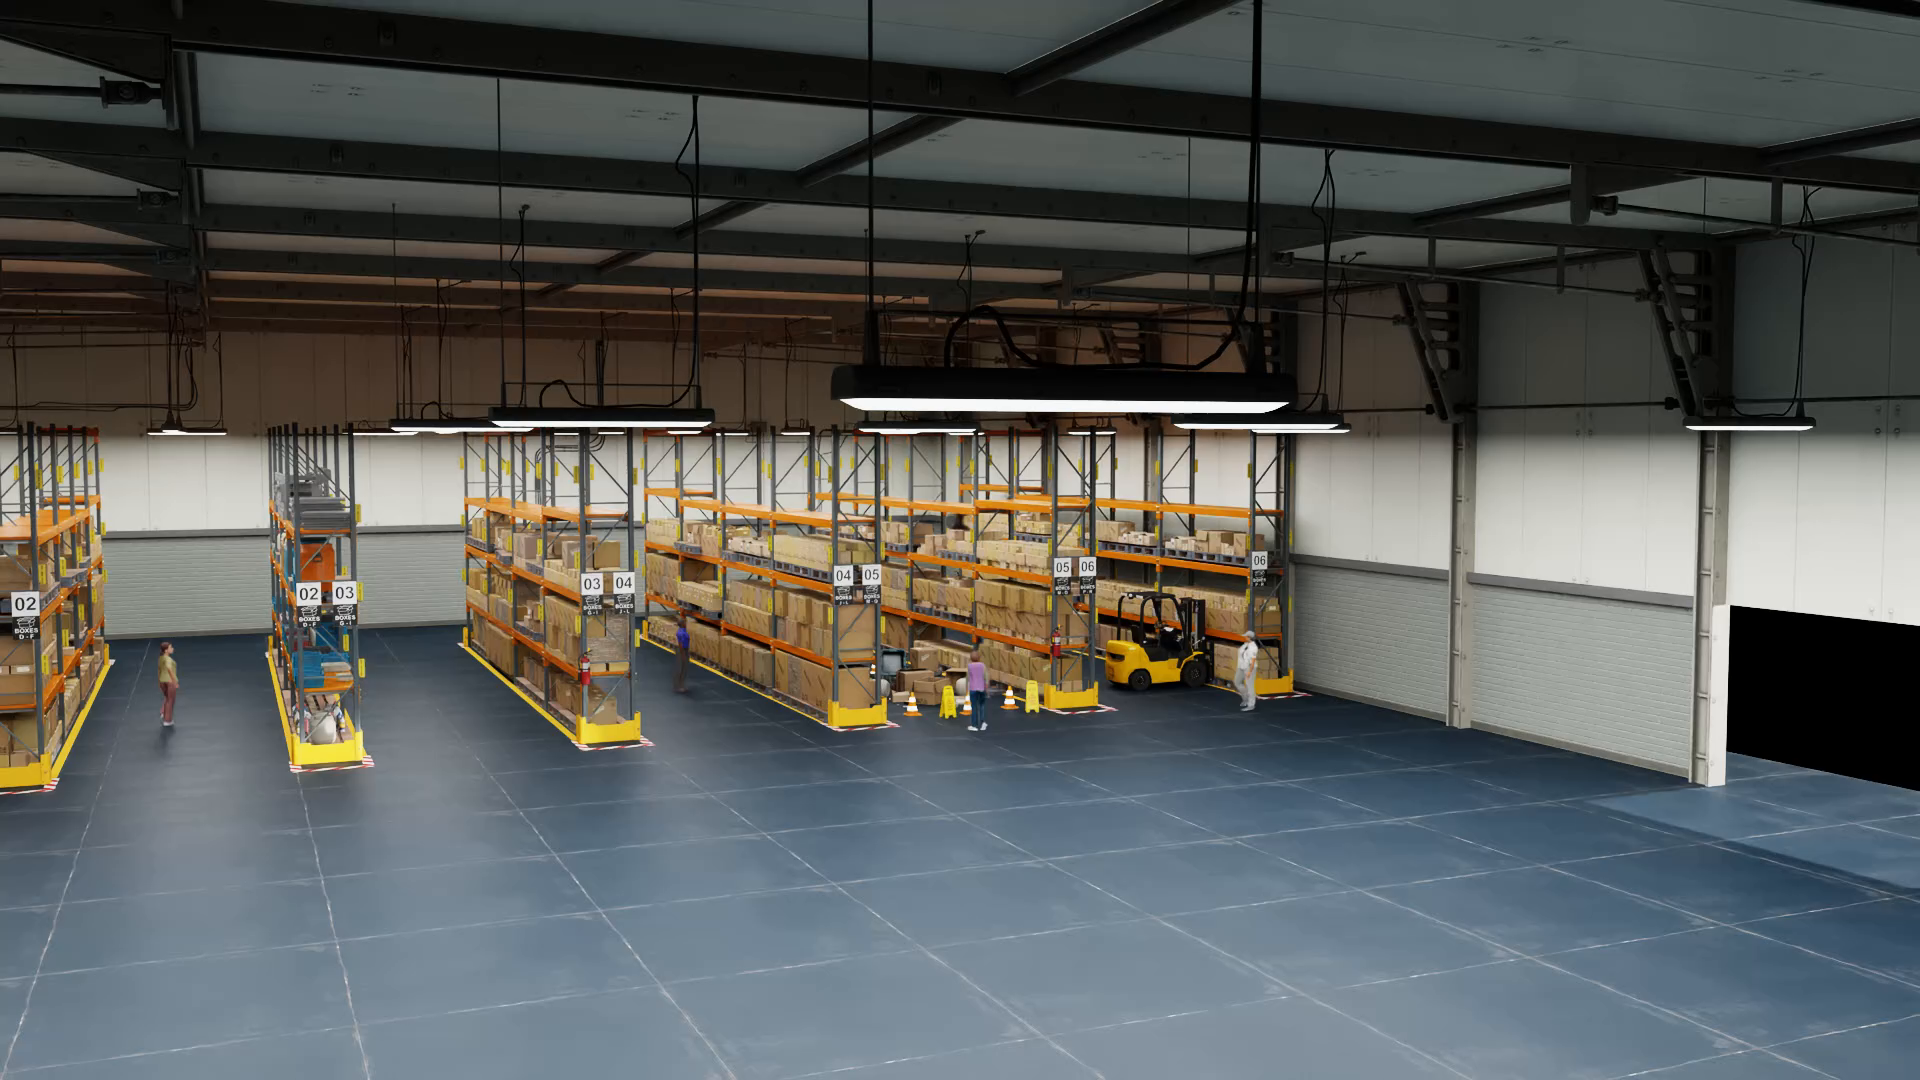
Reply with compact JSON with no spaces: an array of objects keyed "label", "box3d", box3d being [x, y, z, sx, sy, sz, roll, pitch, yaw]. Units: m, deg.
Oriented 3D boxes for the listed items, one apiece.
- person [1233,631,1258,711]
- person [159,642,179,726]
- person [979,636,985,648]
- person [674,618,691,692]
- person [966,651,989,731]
[{"label":"person","box3d":[6.064,2.745,35.162,0.436,1.676,0.593,-2,4,-25]},{"label":"person","box3d":[-15.742,2.856,33.102,0.470,1.680,0.444,1,4,12]},{"label":"person","box3d":[0.502,2.083,45.076,0.356,1.768,0.658,-1,4,-22]},{"label":"person","box3d":[-6.286,2.592,37.713,0.359,1.666,0.499,1,4,14]},{"label":"person","box3d":[0.336,2.957,32.513,0.448,1.567,0.407,-1,4,-12]}]
